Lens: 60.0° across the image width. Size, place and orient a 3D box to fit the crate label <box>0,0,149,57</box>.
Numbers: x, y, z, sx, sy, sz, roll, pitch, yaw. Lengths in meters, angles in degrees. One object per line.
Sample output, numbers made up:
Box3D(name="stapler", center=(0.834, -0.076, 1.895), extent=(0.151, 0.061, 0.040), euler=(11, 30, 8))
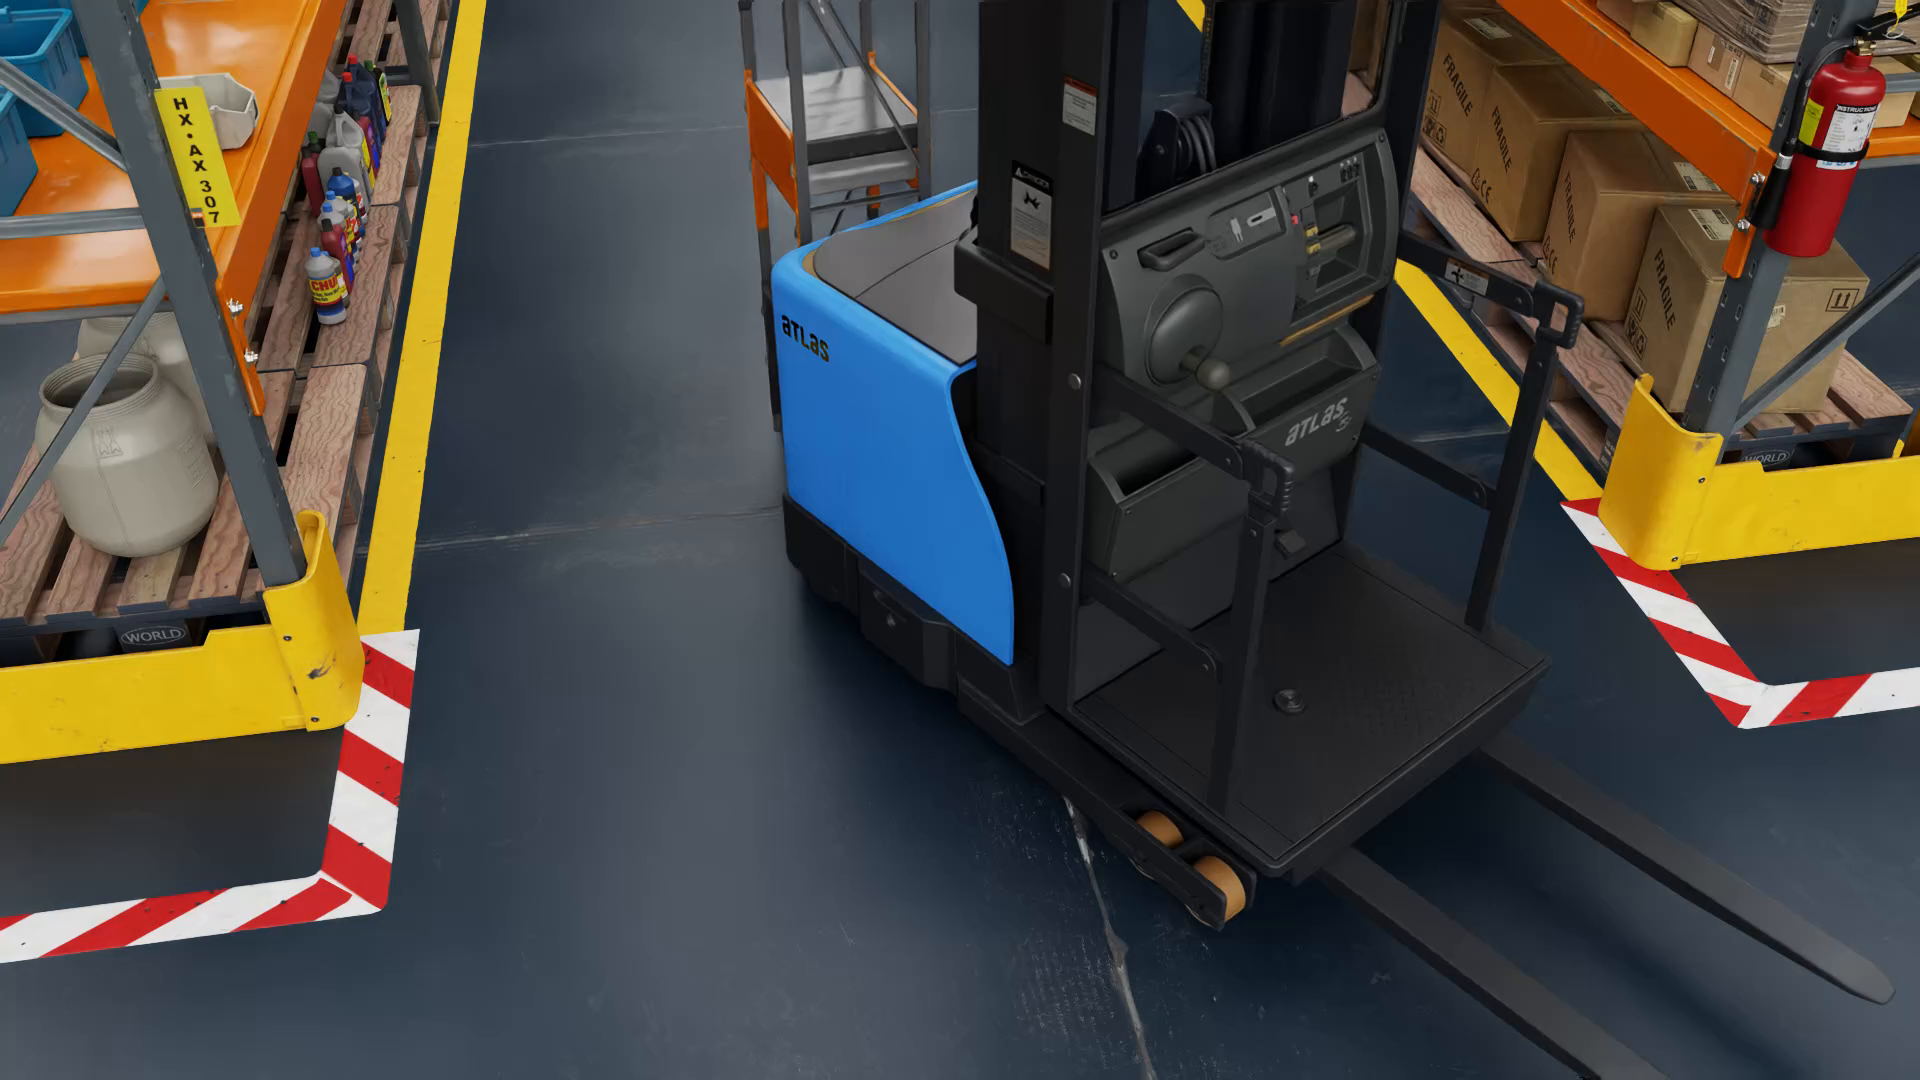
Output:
Box3D(name="crate label", center=(-2.806, -1.769, 5.053), extent=(0.502, 0.435, 0.616), euler=(-6, 38, -8))

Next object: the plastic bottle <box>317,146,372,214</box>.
Box3D(name="plastic bottle", center=(-2.407, -1.419, 6.493), extent=(0.152, 0.276, 0.135), euler=(-6, 38, -7))

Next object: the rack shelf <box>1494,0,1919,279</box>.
Box3D(name="rack shelf", center=(2.308, -2.129, 6.132), extent=(1.077, 0.370, 4.000), euler=(-6, 38, -8))

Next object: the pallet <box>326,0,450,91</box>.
Box3D(name="pallet", center=(-3.095, -2.457, 8.241), extent=(1.003, 0.211, 1.213), euler=(-6, 38, -8))

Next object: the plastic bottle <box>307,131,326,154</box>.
Box3D(name="plastic bottle", center=(-2.528, -1.494, 6.584), extent=(0.061, 0.283, 0.133), euler=(-6, 38, -8))

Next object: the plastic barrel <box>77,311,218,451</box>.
Box3D(name="plastic barrel", center=(-2.496, -0.548, 5.196), extent=(0.421, 0.512, 0.421), euler=(0, 38, 0))

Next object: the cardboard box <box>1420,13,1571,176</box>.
Box3D(name="cardboard box", center=(2.282, -1.842, 6.872), extent=(0.500, 0.500, 0.500), euler=(-9, 39, -12))

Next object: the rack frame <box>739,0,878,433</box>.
Box3D(name="rack frame", center=(-0.453, -1.248, 5.146), extent=(0.400, 2.100, 0.015), euler=(-14, 40, -17))

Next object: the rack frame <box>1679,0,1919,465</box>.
Box3D(name="rack frame", center=(2.659, -1.205, 4.356), extent=(1.000, 3.000, 0.127), euler=(-6, 38, -8))

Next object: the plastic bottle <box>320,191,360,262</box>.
Box3D(name="plastic bottle", center=(-2.306, -1.165, 6.170), extent=(0.097, 0.271, 0.097), euler=(0, 38, 0))

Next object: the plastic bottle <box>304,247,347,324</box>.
Box3D(name="plastic bottle", center=(-2.228, -0.897, 5.825), extent=(0.097, 0.271, 0.097), euler=(0, 38, 0))

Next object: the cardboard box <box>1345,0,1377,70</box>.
Box3D(name="cardboard box", center=(1.988, -2.554, 7.788), extent=(0.500, 0.500, 0.500), euler=(-7, 38, -9))

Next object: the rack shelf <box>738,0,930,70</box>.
Box3D(name="rack shelf", center=(-0.363, -1.651, 4.545), extent=(0.431, 0.518, 0.480), euler=(-14, 40, -17))

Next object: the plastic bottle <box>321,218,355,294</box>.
Box3D(name="plastic bottle", center=(-2.250, -1.041, 6.000), extent=(0.061, 0.283, 0.133), euler=(-6, 38, -7))

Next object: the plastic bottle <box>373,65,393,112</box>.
Box3D(name="plastic bottle", center=(-2.548, -1.972, 7.265), extent=(0.097, 0.201, 0.097), euler=(0, 38, 0))

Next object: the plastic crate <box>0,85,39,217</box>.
Box3D(name="plastic crate", center=(-2.600, -0.884, 4.064), extent=(0.499, 0.251, 0.616), euler=(-6, 38, -8))

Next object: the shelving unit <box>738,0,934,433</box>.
Box3D(name="shelving unit", center=(-0.363, -1.109, 4.967), extent=(0.431, 2.100, 0.503), euler=(-14, 40, -17))

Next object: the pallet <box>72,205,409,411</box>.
Box3D(name="pallet", center=(-2.625, -0.839, 6.158), extent=(1.003, 0.211, 1.213), euler=(-6, 38, -8))

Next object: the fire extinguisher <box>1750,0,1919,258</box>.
Box3D(name="fire extinguisher", center=(2.225, -1.056, 4.227), extent=(0.296, 0.674, 0.183), euler=(-6, 38, -8))

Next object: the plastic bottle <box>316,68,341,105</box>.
Box3D(name="plastic bottle", center=(-2.664, -1.843, 6.977), extent=(0.144, 0.351, 0.185), euler=(-6, 38, -8))

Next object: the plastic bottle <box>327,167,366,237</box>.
Box3D(name="plastic bottle", center=(-2.342, -1.287, 6.327), extent=(0.097, 0.271, 0.097), euler=(0, 38, 0))

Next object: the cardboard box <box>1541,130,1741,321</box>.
Box3D(name="cardboard box", center=(2.427, -1.120, 5.942), extent=(0.500, 0.500, 0.500), euler=(3, 38, 4))

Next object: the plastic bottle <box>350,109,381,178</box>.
Box3D(name="plastic bottle", center=(-2.419, -1.622, 6.748), extent=(0.061, 0.283, 0.133), euler=(-4, 38, -5))

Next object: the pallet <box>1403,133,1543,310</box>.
Box3D(name="pallet", center=(2.327, -1.380, 6.854), extent=(1.003, 0.211, 1.213), euler=(-6, 38, -8))

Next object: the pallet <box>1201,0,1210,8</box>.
Box3D(name="pallet", center=(1.820, -2.990, 8.927), extent=(1.003, 0.211, 1.213), euler=(-6, 38, -8))

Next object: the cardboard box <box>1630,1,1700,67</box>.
Box3D(name="cardboard box", center=(2.268, -1.553, 5.008), extent=(0.380, 0.149, 0.250), euler=(-6, 38, -8))

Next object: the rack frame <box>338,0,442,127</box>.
Box3D(name="rack frame", center=(-2.919, -3.089, 6.781), extent=(1.000, 3.000, 0.127), euler=(-6, 38, -8))

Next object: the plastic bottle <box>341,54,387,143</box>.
Box3D(name="plastic bottle", center=(-2.522, -1.858, 6.997), extent=(0.144, 0.351, 0.185), euler=(-7, 38, -9))

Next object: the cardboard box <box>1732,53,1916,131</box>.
Box3D(name="cardboard box", center=(2.406, -1.256, 4.626), extent=(0.380, 0.149, 0.250), euler=(-6, 38, -8))

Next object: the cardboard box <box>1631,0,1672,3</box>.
Box3D(name="cardboard box", center=(2.384, -1.986, 5.038), extent=(0.875, 0.500, 0.500), euler=(-6, 38, -8))

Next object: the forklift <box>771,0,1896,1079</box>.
Box3D(name="forklift", center=(0.809, -0.575, 3.601), extent=(1.130, 2.935, 3.031), euler=(-28, 46, -31))

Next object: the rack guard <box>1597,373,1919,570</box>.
Box3D(name="rack guard", center=(2.646, -0.264, 5.182), extent=(1.175, 0.500, 0.348), euler=(-6, 38, -8))

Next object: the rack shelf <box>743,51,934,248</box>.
Box3D(name="rack shelf", center=(-0.363, -1.099, 4.975), extent=(0.431, 0.518, 0.480), euler=(-14, 40, -17))
